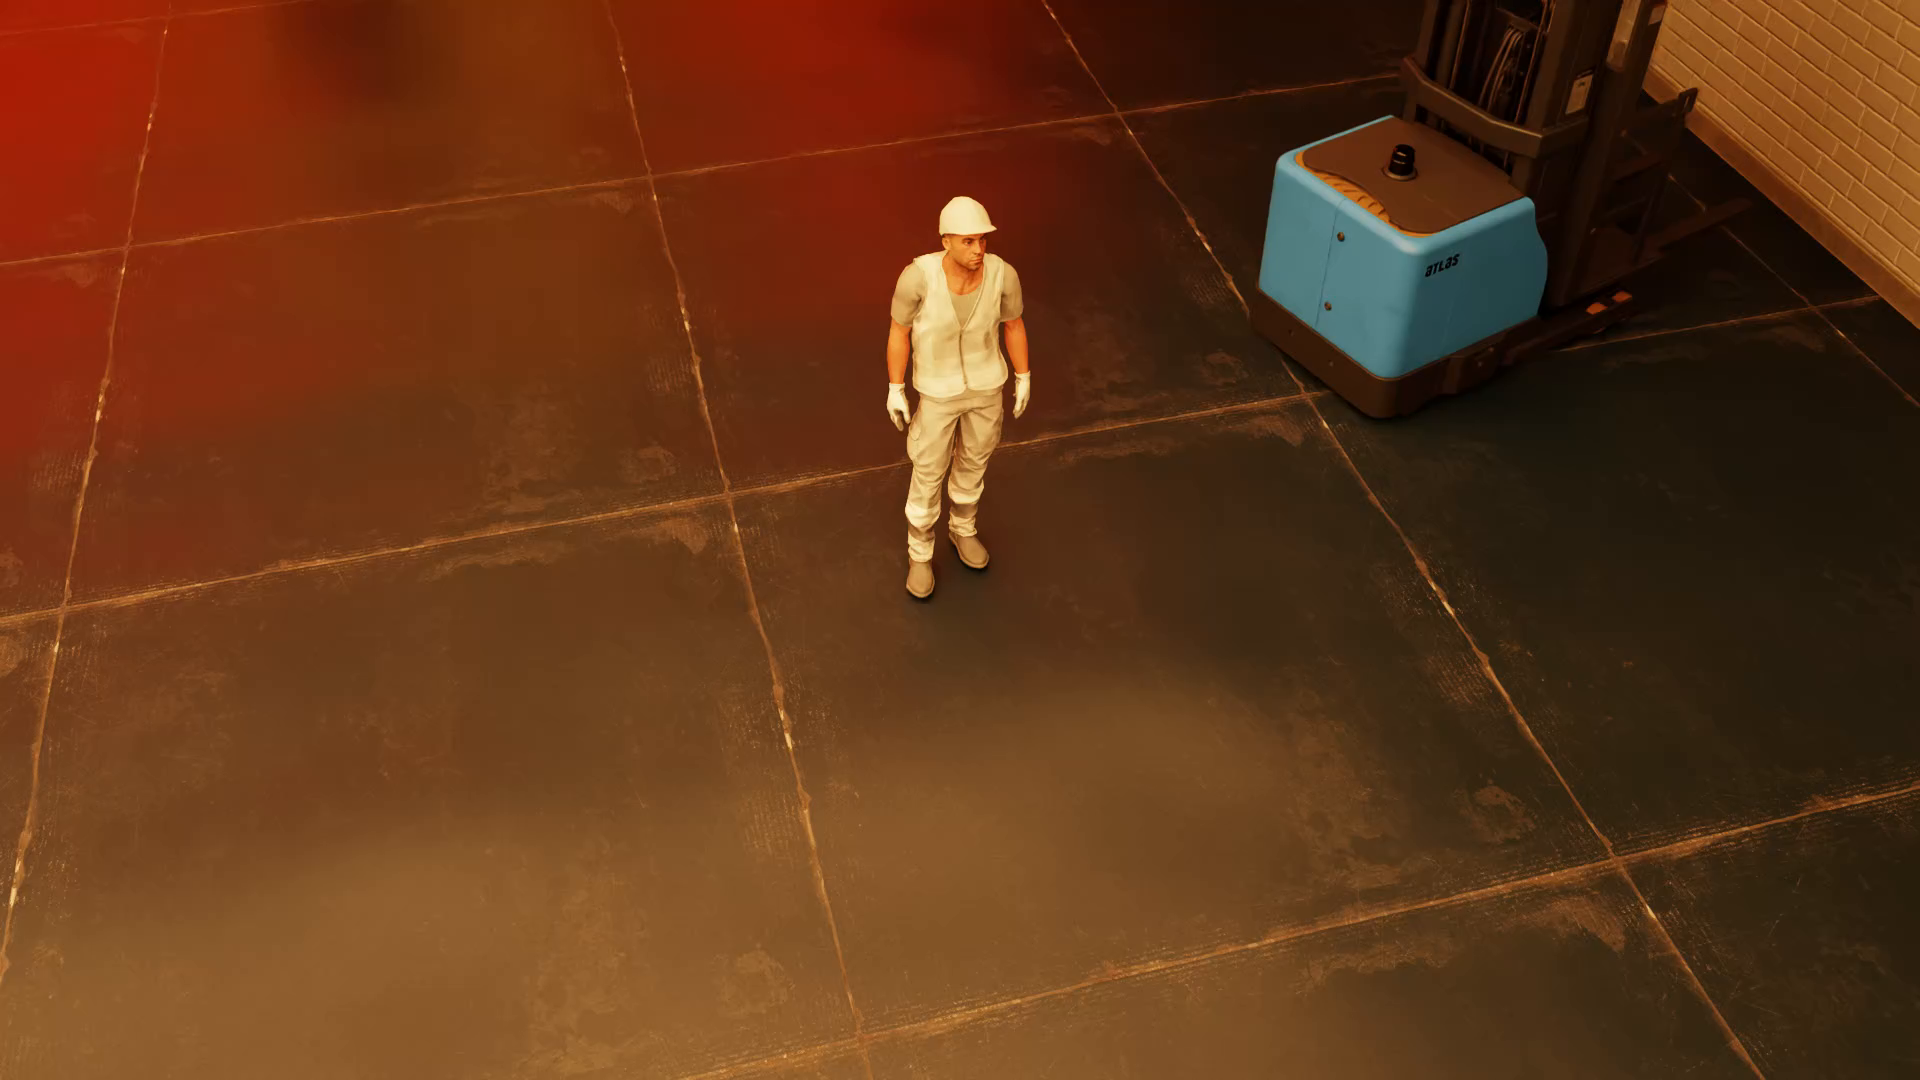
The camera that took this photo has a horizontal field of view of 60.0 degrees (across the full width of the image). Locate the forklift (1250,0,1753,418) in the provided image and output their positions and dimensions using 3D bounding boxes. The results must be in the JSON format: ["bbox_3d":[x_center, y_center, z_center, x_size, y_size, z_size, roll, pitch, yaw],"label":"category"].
[{"bbox_3d":[3.072,-2.458,8.246,3.031,2.935,1.130,-24,48,-23],"label":"forklift"}]

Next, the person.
[{"bbox_3d":[0.010,-0.599,7.101,0.638,1.789,0.562,-10,44,-11],"label":"person"}]
